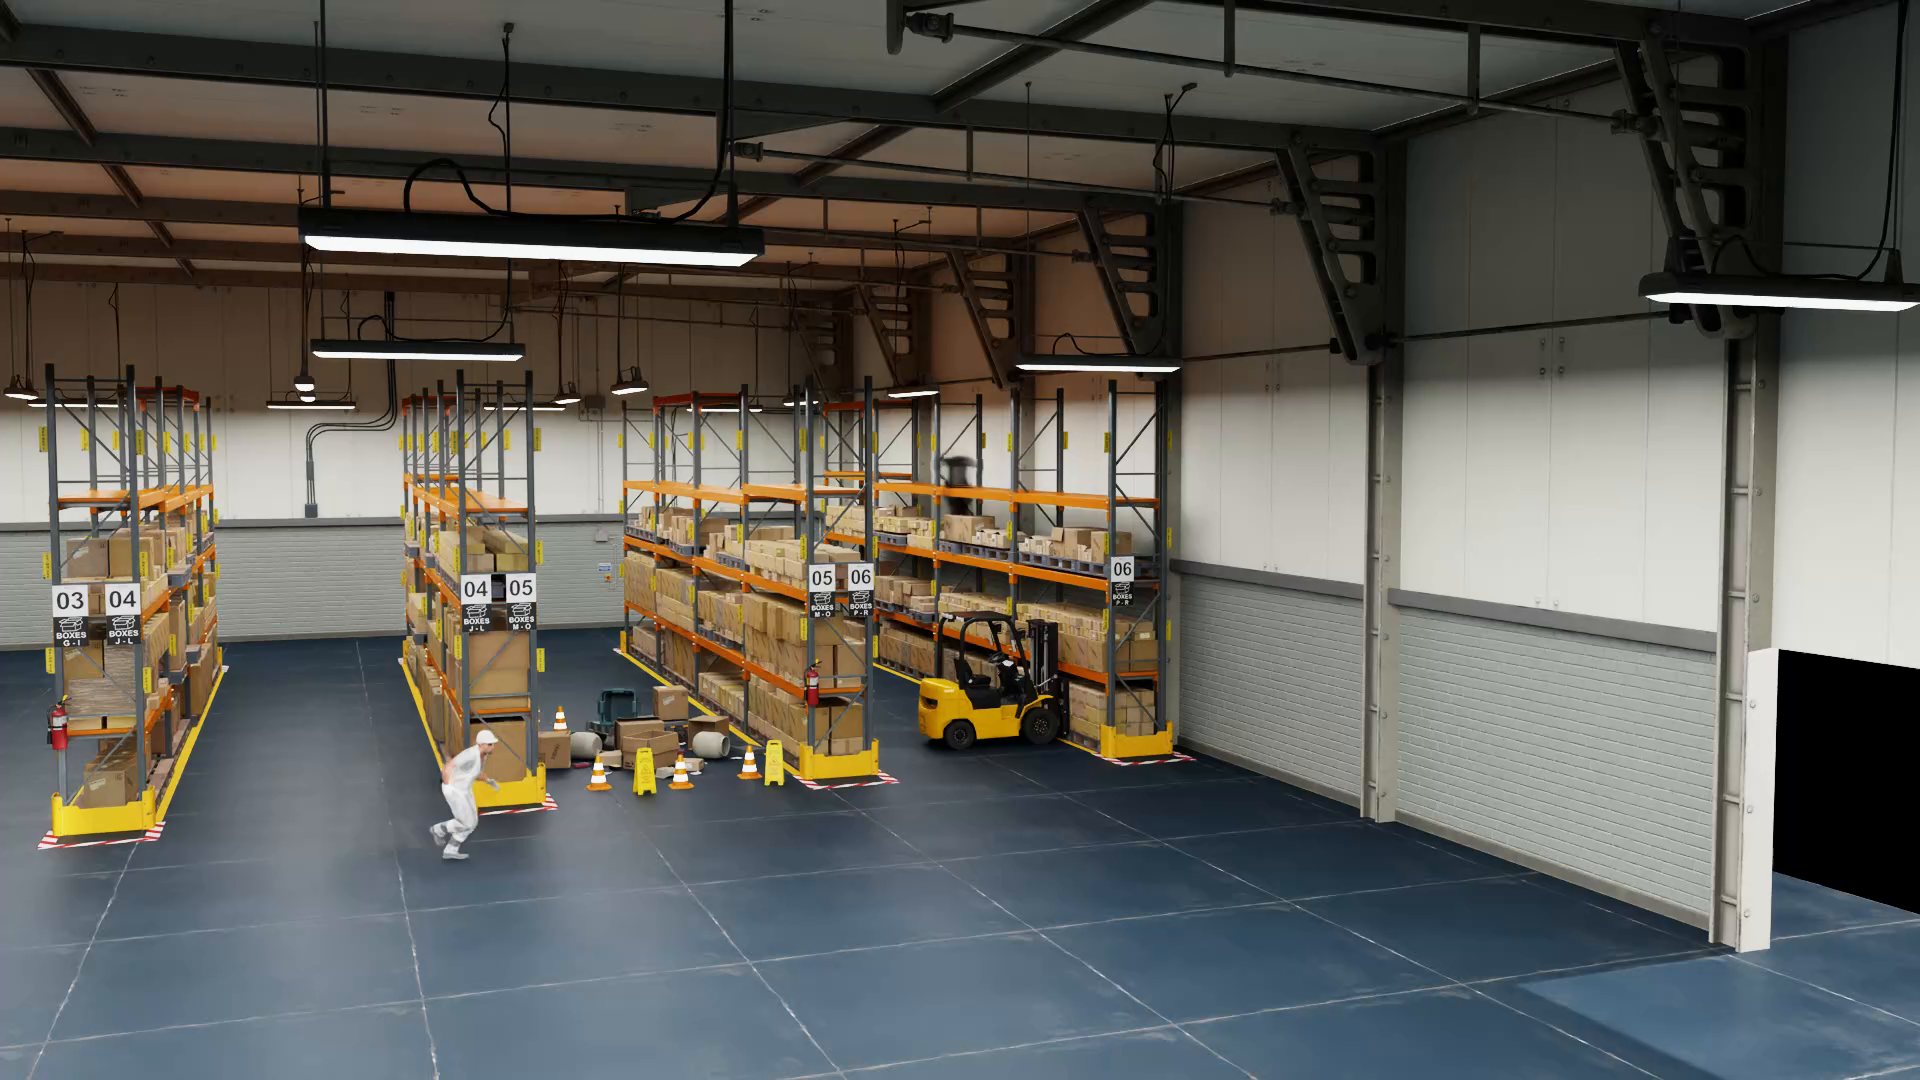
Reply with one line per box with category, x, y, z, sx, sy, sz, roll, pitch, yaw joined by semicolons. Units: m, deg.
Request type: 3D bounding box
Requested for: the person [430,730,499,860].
person;-5.939;3.056;19.879;0.900;1.583;0.689;1;3;12
